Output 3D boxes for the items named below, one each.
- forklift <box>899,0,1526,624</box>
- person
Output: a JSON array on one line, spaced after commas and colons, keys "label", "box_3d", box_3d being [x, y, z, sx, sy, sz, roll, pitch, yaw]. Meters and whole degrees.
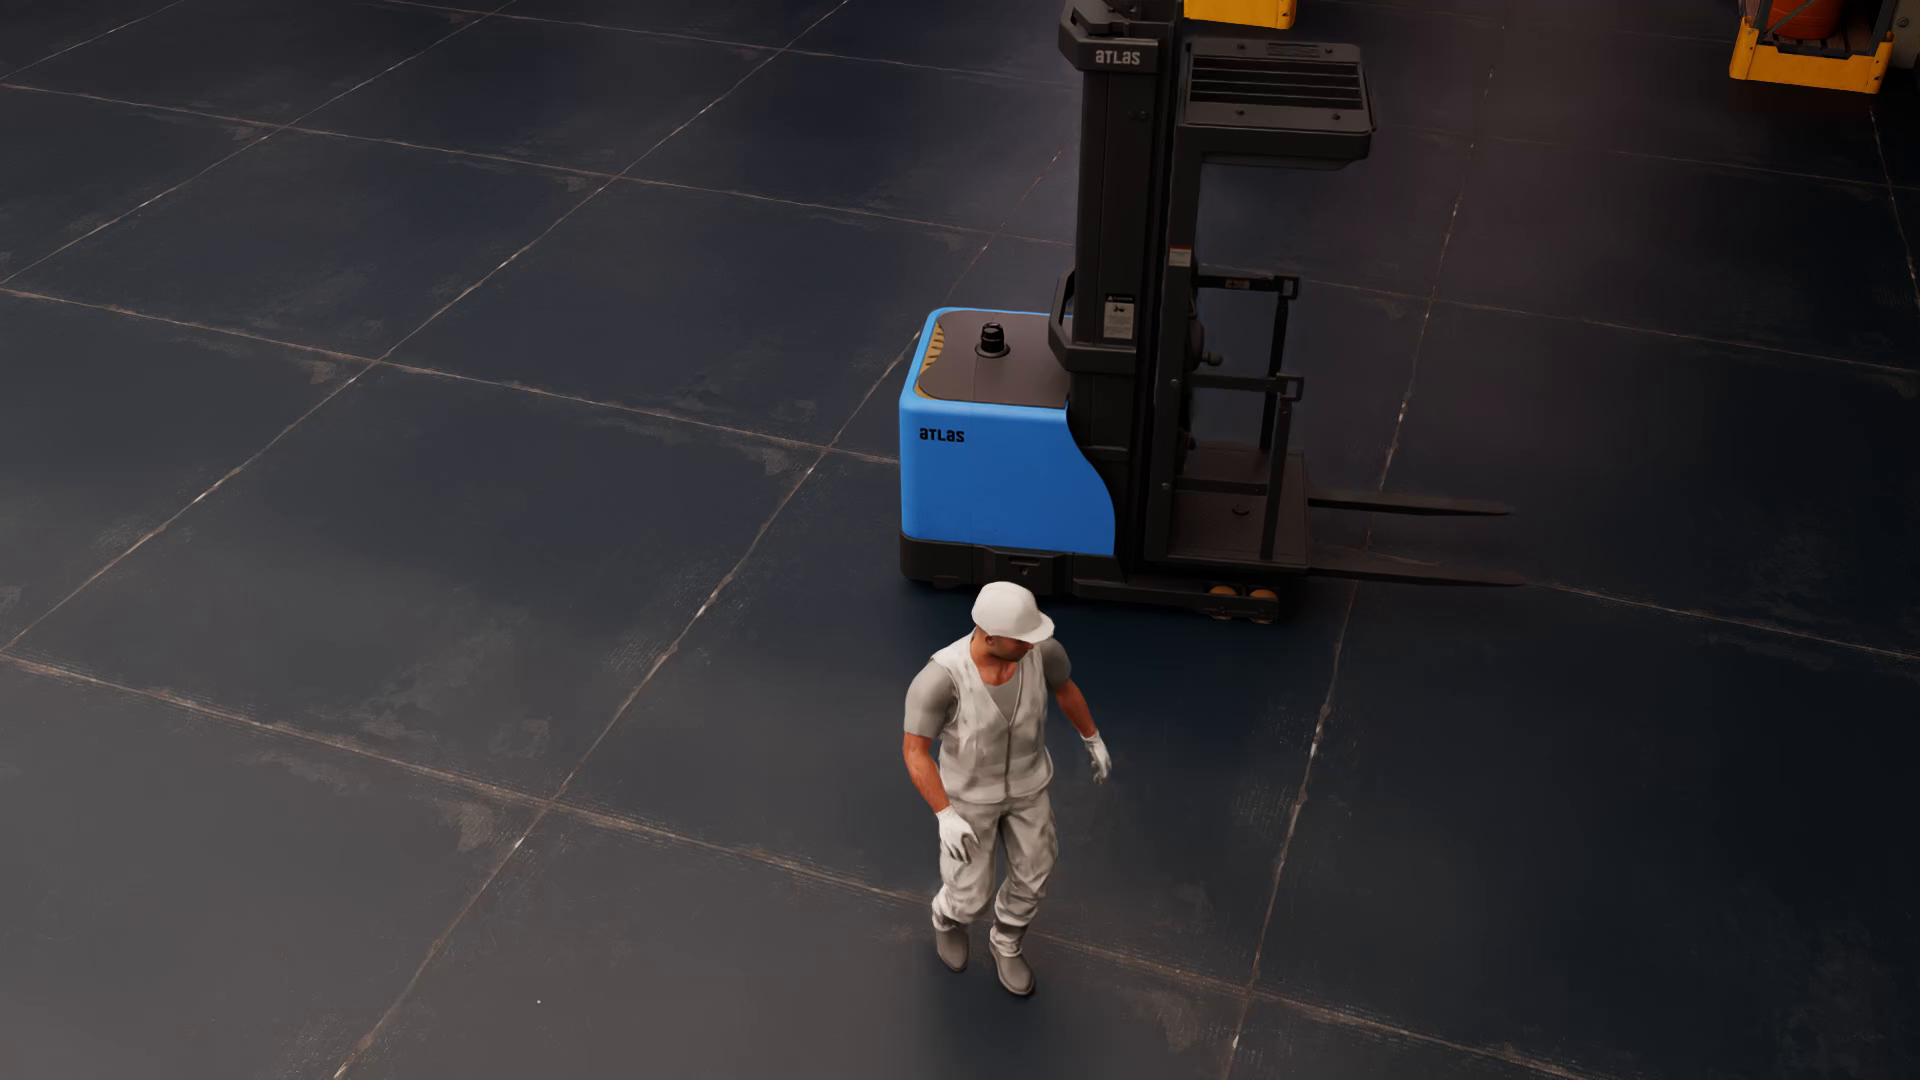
[{"label": "forklift", "box_3d": [1.261, -1.120, 7.690, 3.031, 2.935, 1.130, 5, 36, 7]}, {"label": "person", "box_3d": [0.188, 0.885, 5.886, 0.784, 1.748, 0.485, -10, 37, -14]}]
